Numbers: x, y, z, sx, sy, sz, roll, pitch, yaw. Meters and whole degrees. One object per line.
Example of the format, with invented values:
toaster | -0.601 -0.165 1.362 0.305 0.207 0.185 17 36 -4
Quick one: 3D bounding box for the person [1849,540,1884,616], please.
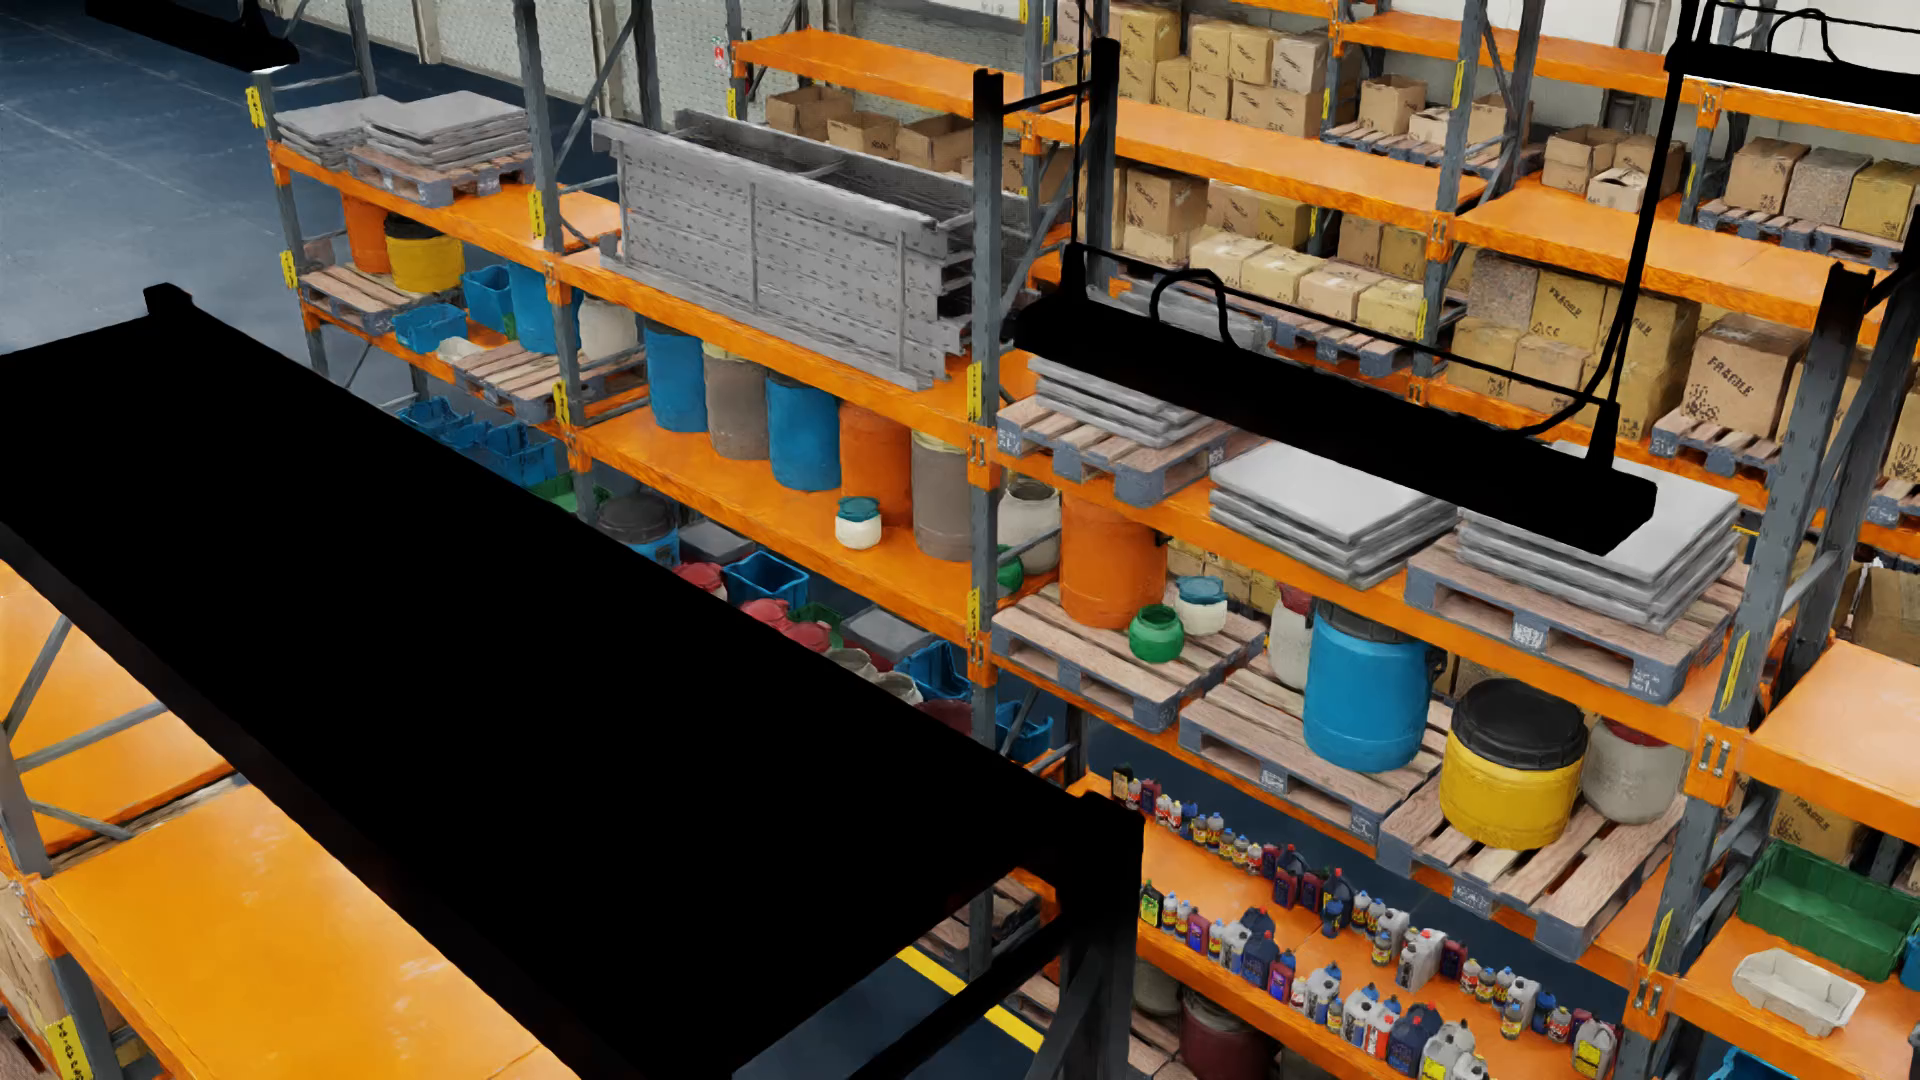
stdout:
person | 7.093 0.663 13.336 0.507 1.678 0.416 6 30 10
